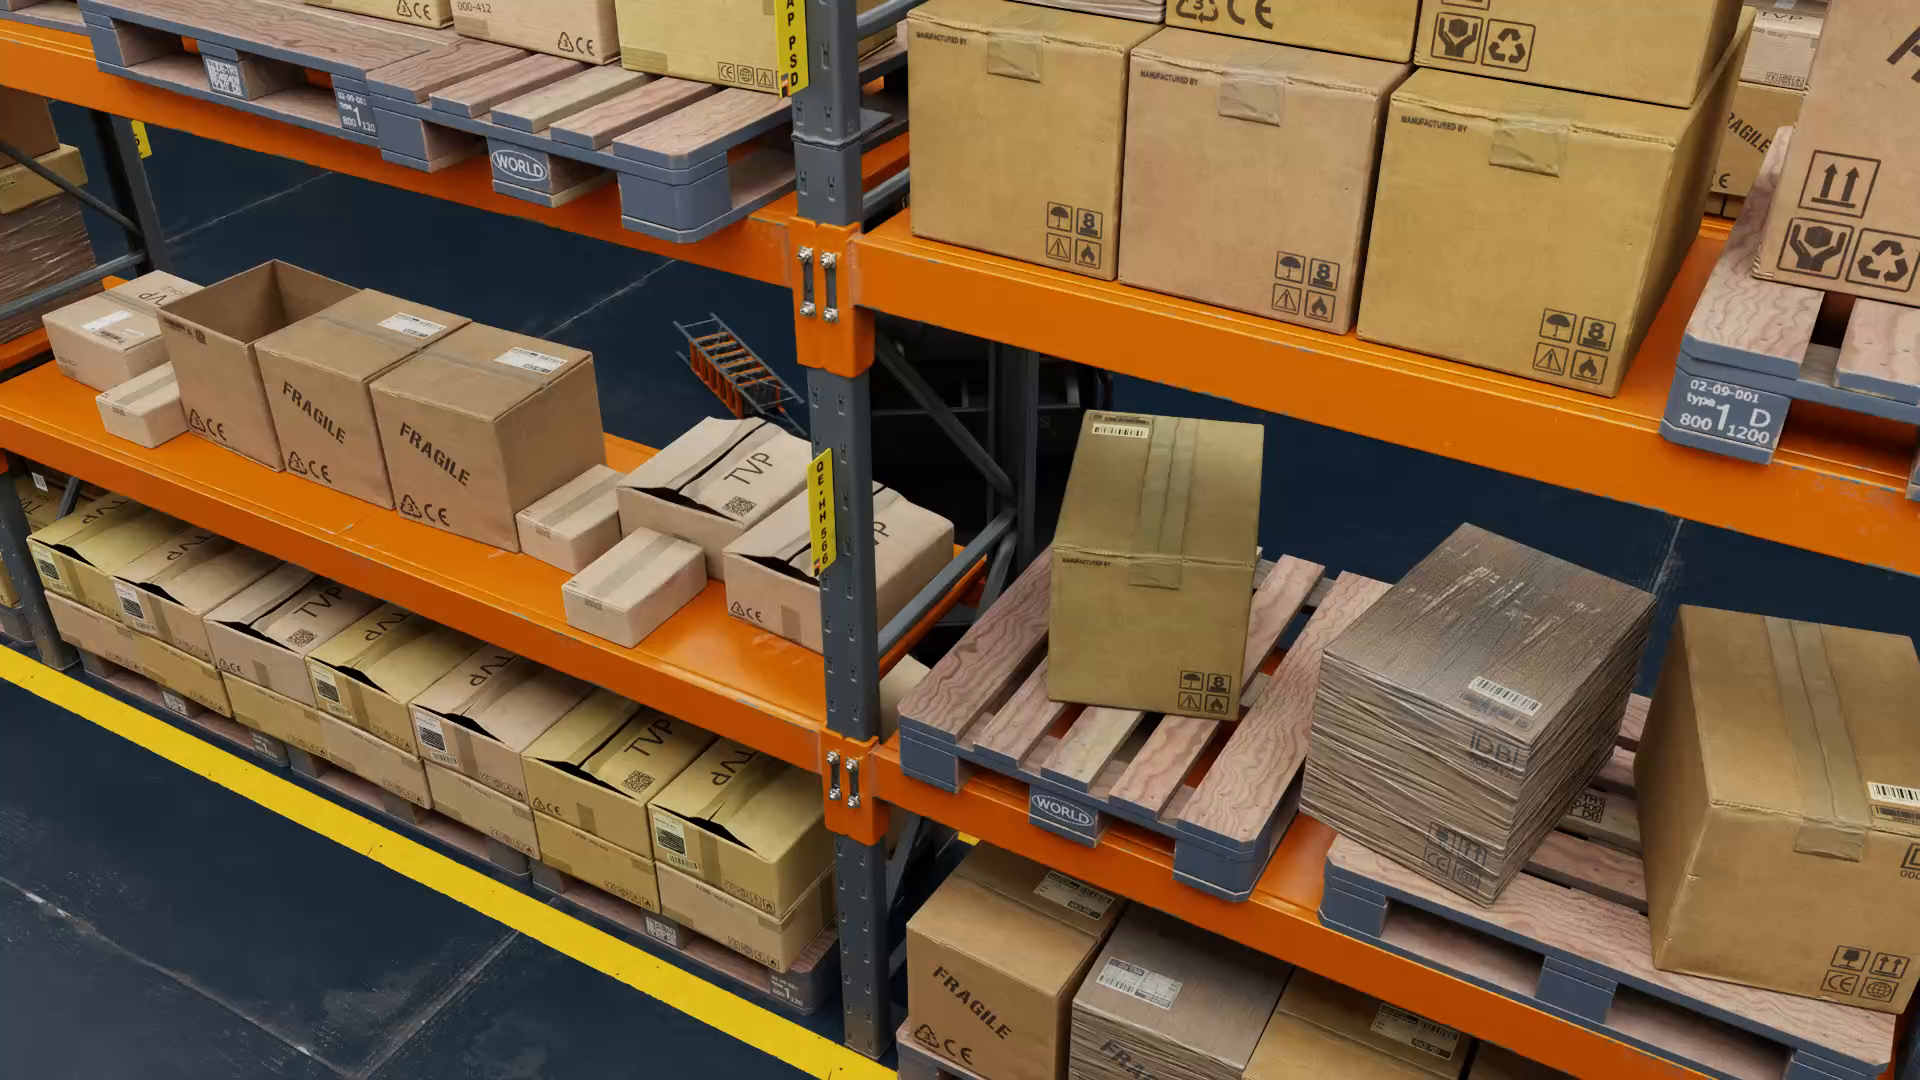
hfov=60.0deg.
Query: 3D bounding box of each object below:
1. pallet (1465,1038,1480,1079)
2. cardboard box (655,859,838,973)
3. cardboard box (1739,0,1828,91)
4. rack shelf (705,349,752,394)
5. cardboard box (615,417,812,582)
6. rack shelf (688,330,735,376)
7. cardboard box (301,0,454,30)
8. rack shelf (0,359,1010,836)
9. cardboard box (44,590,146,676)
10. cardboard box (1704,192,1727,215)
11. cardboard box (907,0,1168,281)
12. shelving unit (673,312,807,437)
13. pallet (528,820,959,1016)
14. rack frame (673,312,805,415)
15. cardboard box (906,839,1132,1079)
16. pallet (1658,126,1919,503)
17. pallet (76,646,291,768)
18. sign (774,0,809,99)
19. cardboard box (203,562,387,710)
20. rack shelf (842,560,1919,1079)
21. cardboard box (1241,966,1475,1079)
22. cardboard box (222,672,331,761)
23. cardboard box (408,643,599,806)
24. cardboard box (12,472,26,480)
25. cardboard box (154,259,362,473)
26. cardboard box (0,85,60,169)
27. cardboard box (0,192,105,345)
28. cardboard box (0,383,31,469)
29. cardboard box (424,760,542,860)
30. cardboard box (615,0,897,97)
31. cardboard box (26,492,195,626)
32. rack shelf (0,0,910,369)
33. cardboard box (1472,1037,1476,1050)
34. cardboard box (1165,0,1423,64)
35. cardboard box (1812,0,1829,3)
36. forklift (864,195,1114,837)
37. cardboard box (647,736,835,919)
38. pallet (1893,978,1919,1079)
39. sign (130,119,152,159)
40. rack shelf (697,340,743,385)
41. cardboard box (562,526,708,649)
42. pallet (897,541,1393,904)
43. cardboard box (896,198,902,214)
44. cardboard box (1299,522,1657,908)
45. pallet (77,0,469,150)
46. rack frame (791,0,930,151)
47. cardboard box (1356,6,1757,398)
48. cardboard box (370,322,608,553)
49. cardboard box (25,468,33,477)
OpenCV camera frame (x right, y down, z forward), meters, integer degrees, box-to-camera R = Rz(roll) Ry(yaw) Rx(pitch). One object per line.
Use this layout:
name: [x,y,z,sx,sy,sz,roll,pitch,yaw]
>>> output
pallet: [1.617,1.870,4.752,1.213,0.211,1.003,18,37,24]
cardboard box: [-0.645,1.092,5.506,0.500,0.250,0.500,19,38,25]
cardboard box: [3.557,-2.189,7.278,0.500,0.250,0.500,18,38,25]
rack shelf: [-1.228,-0.913,8.946,0.258,0.180,0.103,-18,38,-25]
cardboard box: [-0.748,-0.153,5.354,0.500,0.311,0.500,17,37,24]
rack shelf: [-1.348,-1.028,9.119,0.258,0.180,0.103,-18,38,-25]
cardboard box: [-1.444,-1.608,4.508,0.500,0.250,0.500,17,37,23]
rack shelf: [-1.804,-0.101,5.845,4.000,0.370,1.077,18,37,24]
cardboard box: [-3.313,0.249,6.772,0.500,0.250,0.500,17,37,23]
cardboard box: [3.471,-1.673,7.765,0.250,0.149,0.380,18,38,25]
cardboard box: [0.328,-1.037,3.805,0.500,0.500,0.910,18,37,24]
shelving unit: [-1.191,-0.876,8.891,0.258,0.189,1.200,-18,38,-25]
pallet: [-0.763,1.065,5.961,1.213,0.211,1.003,18,37,24]
rack frame: [-1.191,-0.952,8.841,0.240,0.006,1.200,-18,38,-25]
cardboard box: [0.186,1.269,4.996,0.500,0.500,0.500,19,38,26]
pallet: [1.972,-0.418,3.134,1.003,0.211,1.213,18,37,24]
pallet: [-2.881,0.394,6.968,1.213,0.211,1.003,18,37,24]
sign: [-0.350,-1.083,3.425,0.005,0.325,0.100,18,37,24]
cardboard box: [-2.423,0.301,6.188,0.500,0.311,0.500,16,37,23]
rack shelf: [1.669,0.999,4.193,4.000,0.370,1.077,18,37,24]
cardboard box: [1.076,1.551,4.573,0.500,0.500,0.500,17,37,24]
cardboard box: [-2.419,0.531,6.348,0.500,0.250,0.500,16,37,23]
cardboard box: [-1.536,0.580,5.769,0.500,0.311,0.500,17,37,24]
cardboard box: [-4.481,-0.146,7.364,0.500,0.250,0.500,18,37,24]
cardboard box: [-2.424,-0.628,5.897,0.500,0.500,0.500,20,39,28]
cardboard box: [-3.929,-1.651,6.263,0.500,0.500,0.700,18,38,25]
cardboard box: [-3.929,-1.111,6.622,0.500,0.500,0.700,17,37,23]
cardboard box: [-4.226,-0.705,7.528,0.500,0.500,0.500,18,37,24]
cardboard box: [-1.530,0.812,5.926,0.500,0.250,0.500,18,38,25]
cardboard box: [-0.489,-1.309,4.060,0.500,0.250,0.500,15,36,21]
cardboard box: [-3.305,0.019,6.611,0.500,0.311,0.500,18,38,25]
rack shelf: [-1.804,-1.350,5.013,4.000,0.370,1.077,18,37,24]
cardboard box: [1.310,1.293,4.960,0.500,0.500,0.500,16,37,23]
cardboard box: [0.751,-1.294,3.288,0.500,0.500,0.500,18,37,24]
cardboard box: [3.801,-2.435,7.647,0.500,0.250,0.500,17,37,23]
forklift: [0.043,-0.853,6.386,1.130,2.935,3.031,-2,34,-4]
cardboard box: [-0.644,0.860,5.348,0.500,0.311,0.500,19,38,26]
pallet: [2.766,1.057,3.630,1.213,0.211,1.003,18,37,24]
sign: [-3.279,-1.664,6.569,0.005,0.325,0.100,18,37,24]
rack shelf: [-1.288,-0.970,9.032,0.258,0.180,0.103,-18,38,-25]
cardboard box: [-0.985,0.139,5.061,0.250,0.149,0.380,18,37,24]
pallet: [0.556,0.382,4.643,1.003,0.211,1.213,18,37,24]
cardboard box: [-0.438,-2.284,10.332,0.500,0.500,0.700,19,38,26]
cardboard box: [1.235,0.395,3.981,0.500,0.500,0.700,25,41,33]
pallet: [-1.673,-1.470,4.716,1.213,0.211,1.003,19,38,27]
rack frame: [-0.067,-2.348,3.157,0.127,3.000,1.000,18,37,24]
cardboard box: [1.222,-0.754,3.379,0.500,0.500,0.910,18,37,24]
cardboard box: [-1.532,-0.346,5.473,0.500,0.500,0.500,16,37,22]
cardboard box: [-4.224,-0.394,7.738,0.500,0.250,0.500,18,37,24]
